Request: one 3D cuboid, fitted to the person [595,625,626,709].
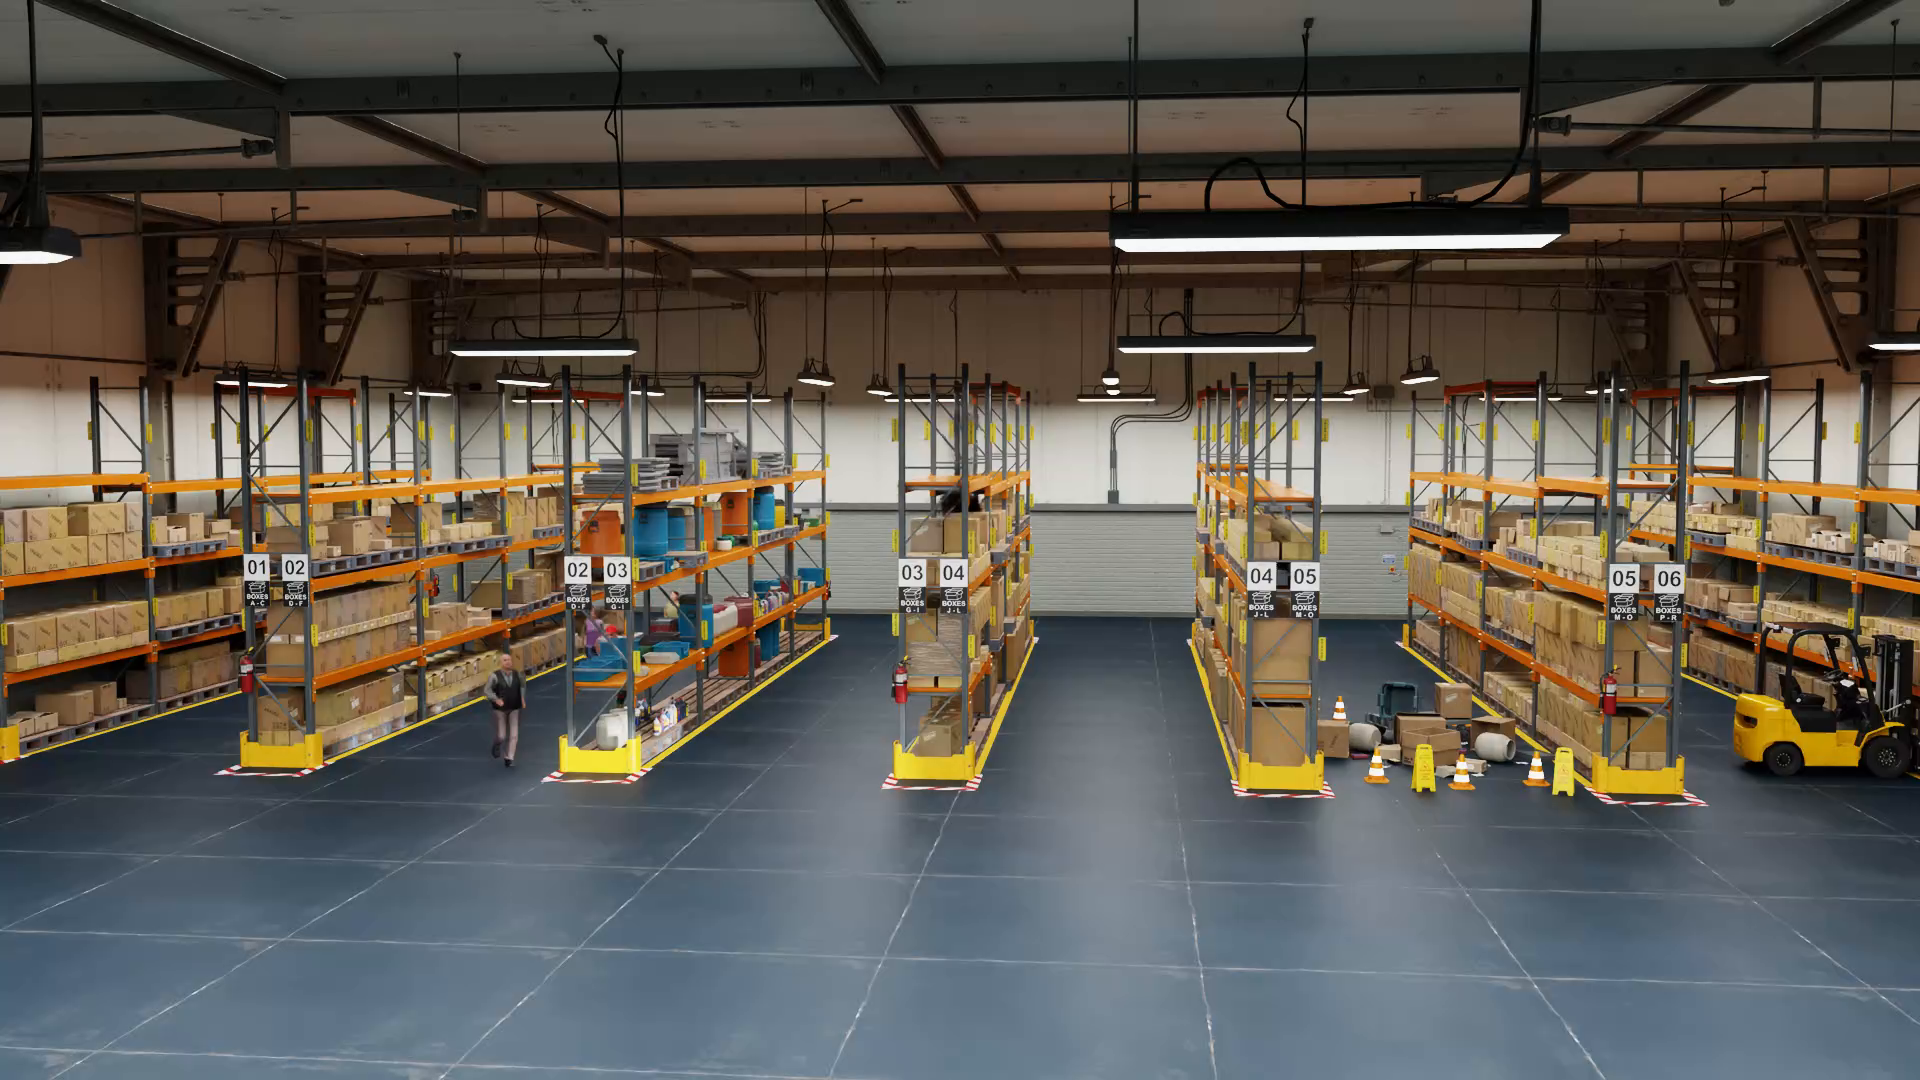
[{"bbox_3d":[-6.243,2.295,29.906,0.694,1.591,0.785,0,4,2],"label":"person"}]

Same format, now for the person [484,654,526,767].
[{"bbox_3d":[-6.835,2.553,25.057,0.654,1.681,0.654,-2,4,-31],"label":"person"}]

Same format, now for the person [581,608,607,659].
[{"bbox_3d":[-7.258,2.120,32.994,0.525,1.561,0.681,0,4,-5],"label":"person"}]

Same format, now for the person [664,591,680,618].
[{"bbox_3d":[-6.125,1.904,35.758,0.558,1.631,0.574,1,4,9],"label":"person"}]
